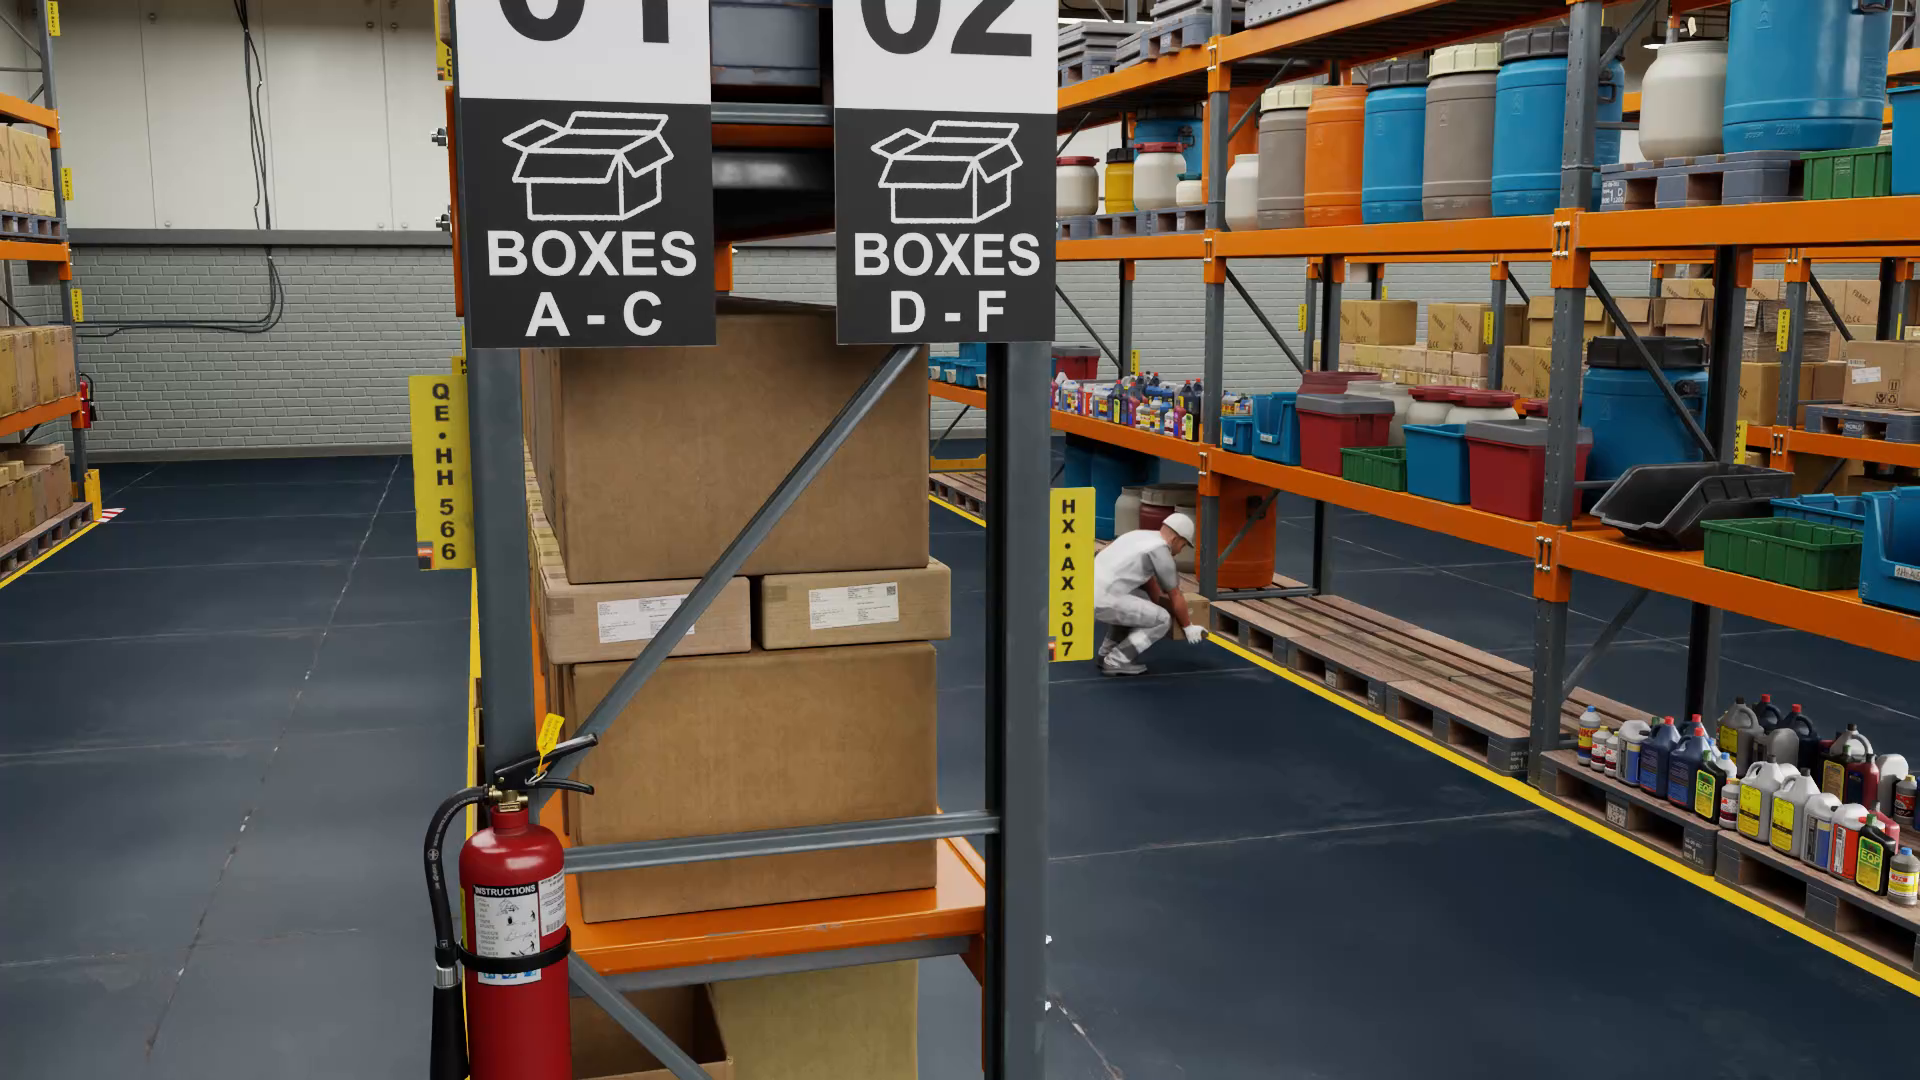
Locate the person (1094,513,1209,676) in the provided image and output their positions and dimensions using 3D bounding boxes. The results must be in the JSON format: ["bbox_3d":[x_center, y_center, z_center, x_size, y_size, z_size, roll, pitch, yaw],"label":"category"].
[{"bbox_3d":[1.136,0.342,10.691,0.896,0.997,0.542,-3,10,-17],"label":"person"}]
